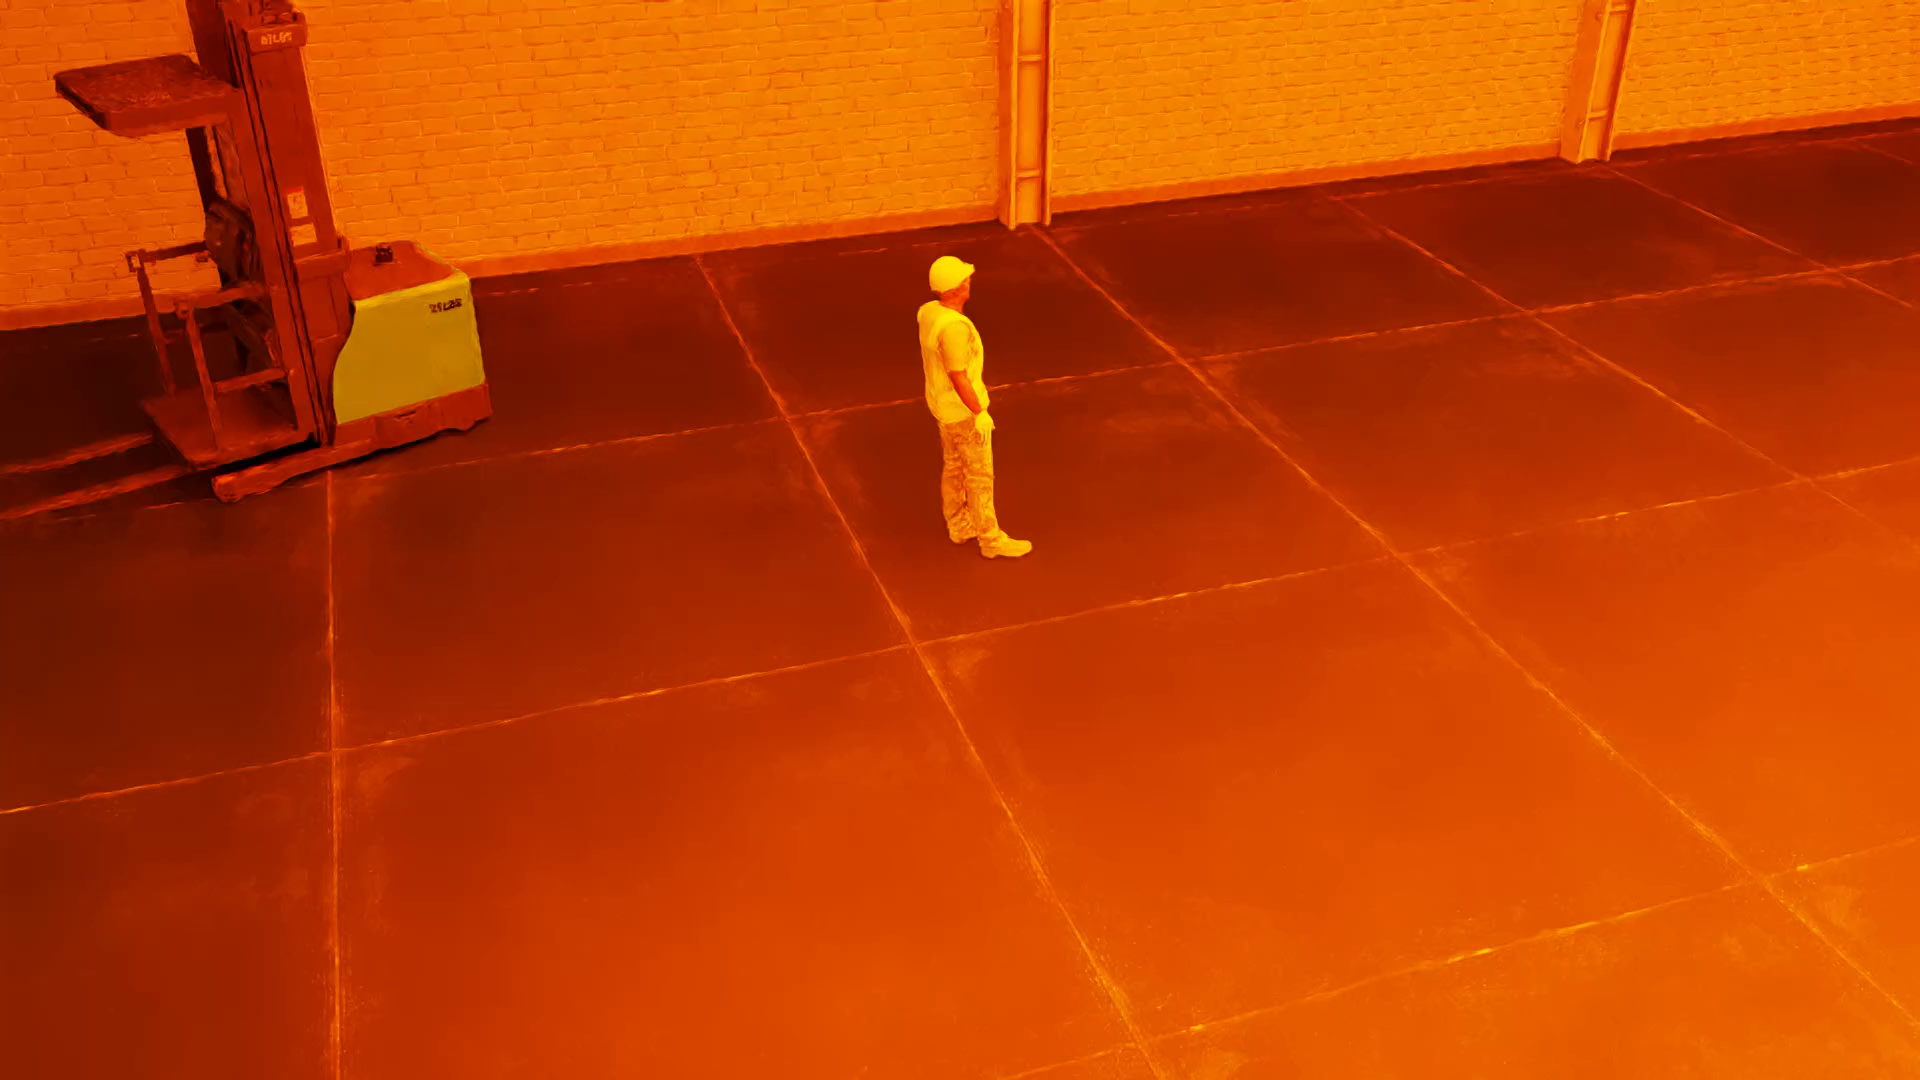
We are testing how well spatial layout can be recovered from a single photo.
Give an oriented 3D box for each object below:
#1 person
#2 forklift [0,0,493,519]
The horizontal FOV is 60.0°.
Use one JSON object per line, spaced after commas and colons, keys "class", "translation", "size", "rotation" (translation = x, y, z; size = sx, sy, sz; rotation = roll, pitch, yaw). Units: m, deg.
{"class": "person", "translation": [0.071, -0.786, 9.591], "size": [0.576, 1.782, 0.655], "rotation": [-10, 31, -16]}
{"class": "forklift", "translation": [-4.673, -1.803, 10.220], "size": [3.031, 2.935, 1.130], "rotation": [-22, 36, -33]}
